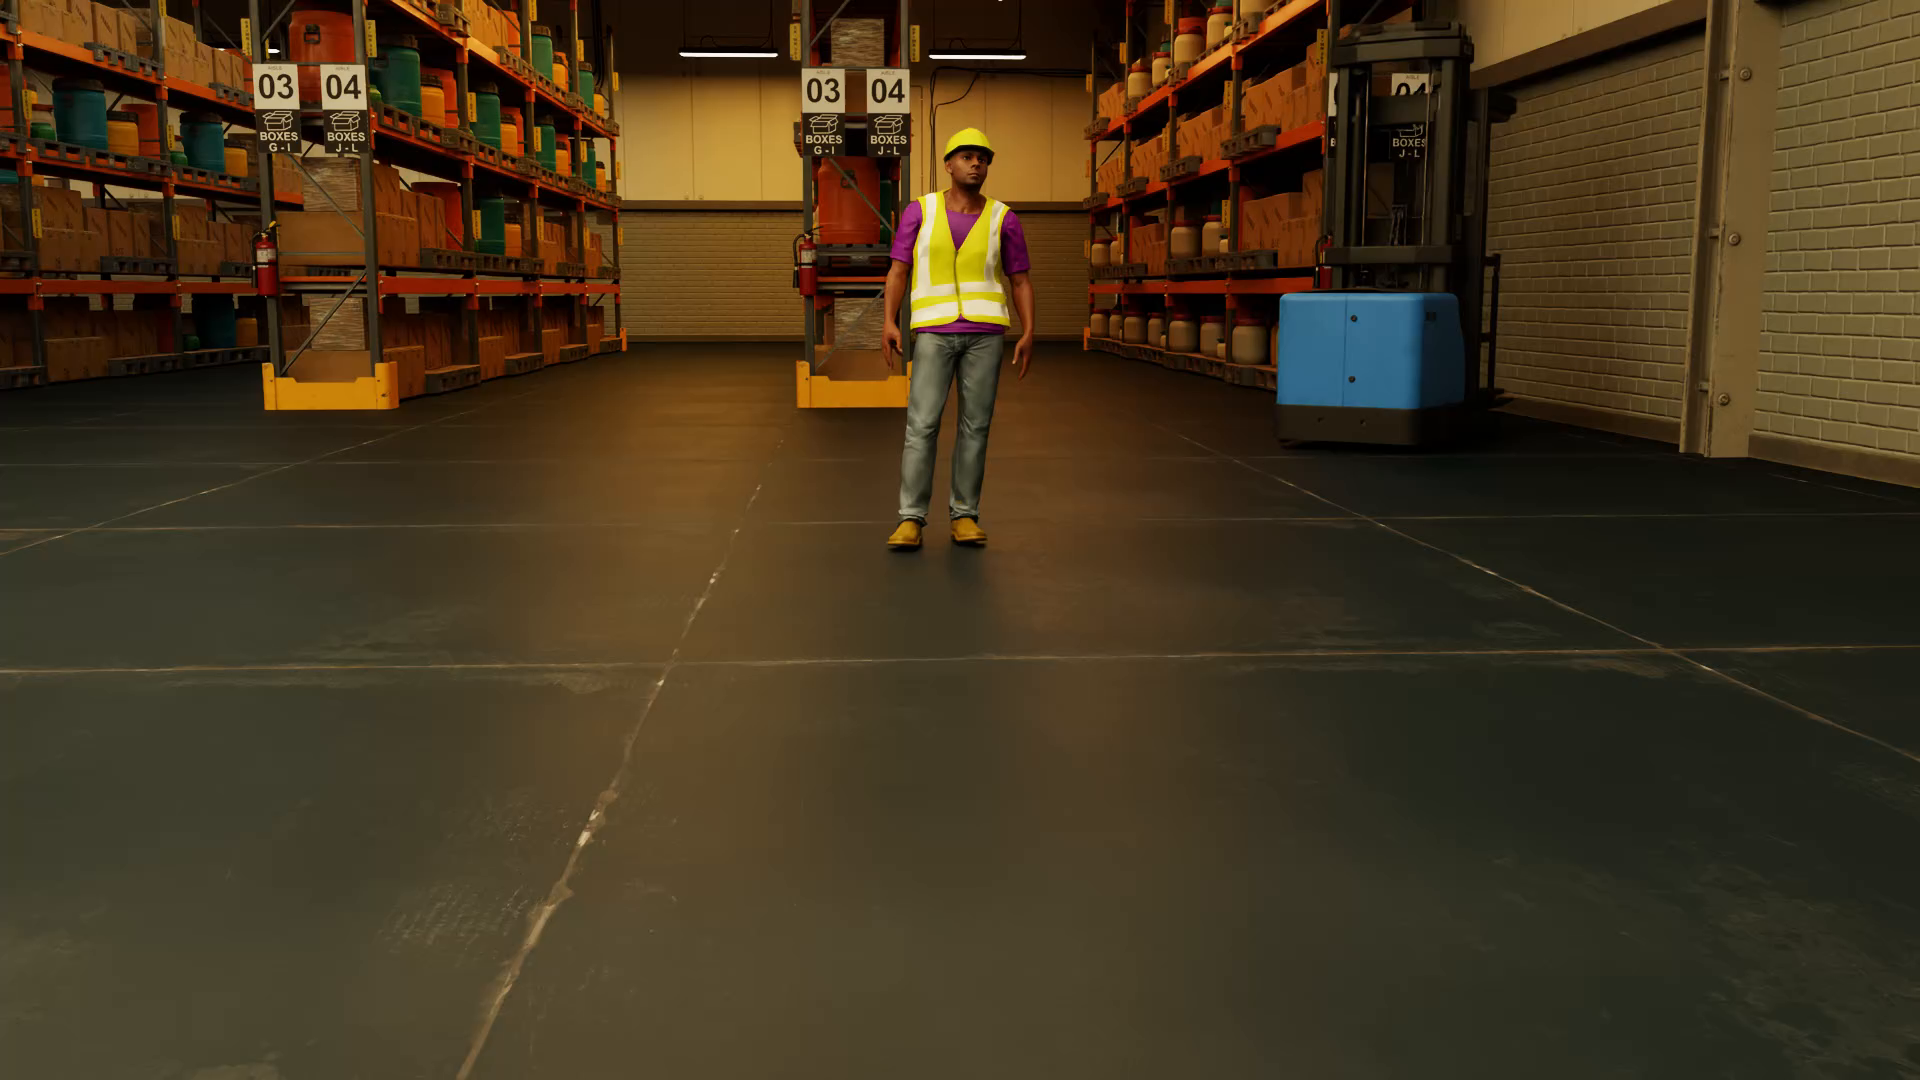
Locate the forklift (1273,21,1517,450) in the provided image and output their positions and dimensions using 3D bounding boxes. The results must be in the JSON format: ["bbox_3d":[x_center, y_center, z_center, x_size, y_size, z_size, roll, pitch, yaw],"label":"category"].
[{"bbox_3d":[3.416,-2.229,12.341,1.130,2.935,3.031,5,10,33],"label":"forklift"}]

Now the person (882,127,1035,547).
[{"bbox_3d":[-0.002,-0.871,7.110,0.665,1.765,0.577,-1,8,-4],"label":"person"}]
